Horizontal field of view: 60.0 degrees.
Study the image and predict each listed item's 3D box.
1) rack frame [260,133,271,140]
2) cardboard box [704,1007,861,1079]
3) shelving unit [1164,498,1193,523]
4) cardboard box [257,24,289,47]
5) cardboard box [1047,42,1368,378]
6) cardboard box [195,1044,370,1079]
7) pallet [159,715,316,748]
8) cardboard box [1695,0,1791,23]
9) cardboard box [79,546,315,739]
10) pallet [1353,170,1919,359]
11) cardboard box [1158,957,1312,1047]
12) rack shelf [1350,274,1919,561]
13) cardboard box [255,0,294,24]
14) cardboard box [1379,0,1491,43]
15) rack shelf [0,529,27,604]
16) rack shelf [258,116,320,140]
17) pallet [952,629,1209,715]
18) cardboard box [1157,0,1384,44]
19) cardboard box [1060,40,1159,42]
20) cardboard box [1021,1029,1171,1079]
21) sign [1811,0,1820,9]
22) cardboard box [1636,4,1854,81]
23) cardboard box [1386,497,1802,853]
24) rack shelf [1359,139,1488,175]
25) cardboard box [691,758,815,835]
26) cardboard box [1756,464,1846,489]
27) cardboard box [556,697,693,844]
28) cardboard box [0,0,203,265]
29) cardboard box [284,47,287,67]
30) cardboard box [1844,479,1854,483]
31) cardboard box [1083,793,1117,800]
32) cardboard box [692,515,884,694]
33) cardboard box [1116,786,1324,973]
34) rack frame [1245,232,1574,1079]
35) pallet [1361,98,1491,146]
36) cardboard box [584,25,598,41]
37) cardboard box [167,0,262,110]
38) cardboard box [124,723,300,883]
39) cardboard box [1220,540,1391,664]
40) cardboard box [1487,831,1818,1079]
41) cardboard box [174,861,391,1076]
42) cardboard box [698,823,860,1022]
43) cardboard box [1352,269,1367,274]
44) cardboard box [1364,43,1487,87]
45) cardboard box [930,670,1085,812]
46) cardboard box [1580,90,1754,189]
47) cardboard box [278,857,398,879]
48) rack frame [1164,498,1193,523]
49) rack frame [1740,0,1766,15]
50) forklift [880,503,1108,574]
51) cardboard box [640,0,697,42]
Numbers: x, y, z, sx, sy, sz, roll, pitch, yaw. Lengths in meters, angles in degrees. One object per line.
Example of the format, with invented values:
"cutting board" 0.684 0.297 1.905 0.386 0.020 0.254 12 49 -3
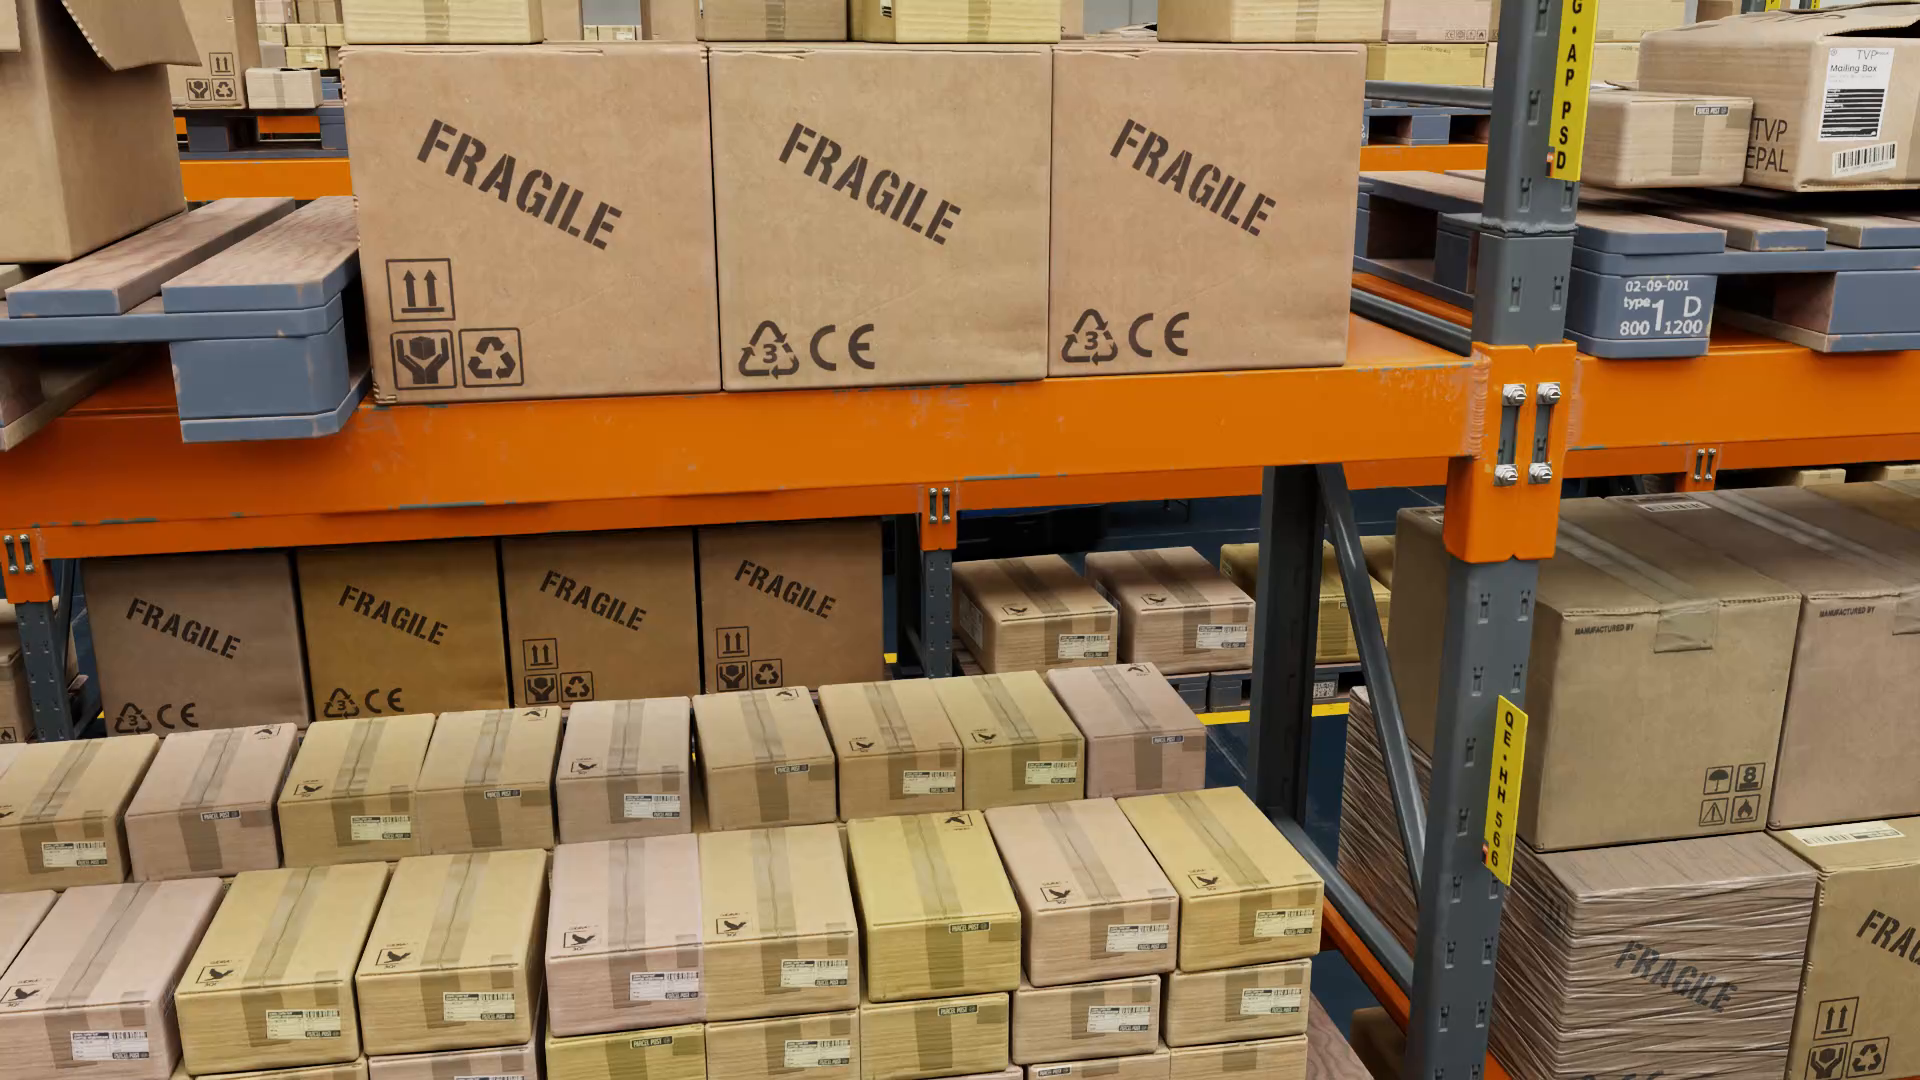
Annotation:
"rack frame" -5.066 -1.828 12.155 0.127 3.000 1.000 -3 17 -10
"cardboard box" -0.319 0.781 2.865 0.250 0.149 0.380 -3 17 -10
"shelving unit" 1.210 -0.858 11.552 0.755 1.500 0.431 -6 18 -18
"cardboard box" -4.690 -3.423 11.274 0.250 0.149 0.380 -3 17 -9
"cardboard box" 0.332 -0.576 2.798 0.500 0.500 0.500 -3 17 -10
"cardboard box" -1.073 0.824 2.727 0.250 0.149 0.380 -4 17 -12
"pallet" -3.378 0.871 8.118 1.213 0.211 1.003 -3 17 -10
"cardboard box" 6.328 -4.132 13.491 0.500 0.500 0.500 -3 17 -9
"cardboard box" -3.527 0.360 7.935 0.875 0.875 0.875 -3 17 -9
"pallet" 1.467 -0.594 3.349 1.003 0.211 1.213 -2 17 -8
"cardboard box" 0.446 0.737 3.010 0.250 0.149 0.380 -3 17 -9
"rack shelf" 2.809 -0.400 3.623 4.000 0.370 1.077 -3 17 -10
"cardboard box" -4.704 -3.647 11.298 0.258 0.266 0.396 -3 17 -11
"cardboard box" 2.191 -2.513 7.964 0.500 0.250 0.500 -3 17 -10
"rack shelf" -6.084 0.058 7.240 4.000 0.370 1.077 -3 17 -10
"rack shelf" -3.102 -3.030 12.183 4.000 0.370 1.077 -3 17 -10
"pallet" 0.574 0.669 8.773 1.213 0.211 1.003 -3 17 -10
"cardboard box" 0.497 -0.949 2.710 0.258 0.266 0.396 -3 17 -10
"cardboard box" 0.234 -0.726 3.286 0.500 0.500 0.500 -3 17 -10
"cardboard box" 0.204 0.894 3.006 0.250 0.149 0.380 -3 17 -11
"sign" 6.805 -4.159 13.261 0.005 0.325 0.100 -3 17 -10
"cardboard box" 1.814 -0.984 3.563 0.500 0.311 0.500 -3 17 -10
"cardboard box" 1.288 0.253 3.506 0.500 0.500 0.700 -3 17 -11
"rack shelf" 1.770 -1.822 8.251 4.000 0.370 1.077 -3 17 -10
"cardboard box" -0.443 0.593 3.479 0.250 0.149 0.380 -3 17 -10
"cardboard box" 4.499 -0.343 8.905 0.250 0.149 0.380 -3 17 -10
"cardboard box" -0.676 0.464 3.391 0.250 0.149 0.380 -2 17 -8
"cardboard box" -1.541 -0.708 2.509 0.637 0.503 0.797 -3 17 -11
"cardboard box" -4.697 -3.293 11.357 0.250 0.149 0.380 -3 17 -10
"cardboard box" 4.888 -0.076 9.142 0.500 0.500 0.500 -3 17 -8
"cardboard box" 0.332 0.547 3.628 0.250 0.149 0.380 -2 17 -8
"cardboard box" -0.887 0.209 8.426 0.875 0.875 0.875 -3 17 -11
"cardboard box" 0.451 0.595 2.964 0.250 0.149 0.380 -4 18 -13
"rack frame" 0.845 0.801 3.595 0.127 3.000 1.000 -3 17 -10
"pallet" 2.090 -2.125 8.332 1.003 0.211 1.213 -3 17 -10
"cardboard box" -2.694 -3.569 11.785 0.250 0.149 0.380 -3 17 -10
"cardboard box" -3.200 -2.046 6.868 0.500 0.500 0.500 -4 17 -11
"cardboard box" -1.446 0.508 3.249 0.250 0.149 0.380 -4 18 -13
"cardboard box" 1.832 0.322 8.914 0.625 0.372 0.950 -3 17 -9
"cardboard box" 1.337 0.806 3.409 0.500 0.500 0.500 -3 17 -10
"cardboard box" -1.075 0.681 2.685 0.250 0.149 0.380 -3 17 -9
"cardboard box" -0.315 0.639 2.821 0.250 0.149 0.380 -3 17 -9
"cardboard box" 1.815 -1.058 8.254 0.500 0.500 0.500 -4 18 -13
"cardboard box" 2.189 -2.277 8.048 0.500 0.250 0.500 -3 17 -10
"cardboard box" 0.091 0.422 3.530 0.250 0.149 0.380 -4 17 -12
"cardboard box" 1.203 -0.734 3.026 0.250 0.149 0.380 -4 18 -13
"cardboard box" -1.196 0.635 3.340 0.250 0.149 0.380 -3 17 -8
"rack frame" 1.555 -0.894 11.668 0.023 1.500 0.400 -6 18 -18
"rack frame" 3.734 -3.711 8.067 0.127 3.000 1.000 -3 17 -10
"forklift" -0.588 -1.341 10.684 3.031 2.935 1.130 -6 18 -18
"cardboard box" -1.129 -2.193 7.348 0.500 0.500 0.700 -4 18 -13
